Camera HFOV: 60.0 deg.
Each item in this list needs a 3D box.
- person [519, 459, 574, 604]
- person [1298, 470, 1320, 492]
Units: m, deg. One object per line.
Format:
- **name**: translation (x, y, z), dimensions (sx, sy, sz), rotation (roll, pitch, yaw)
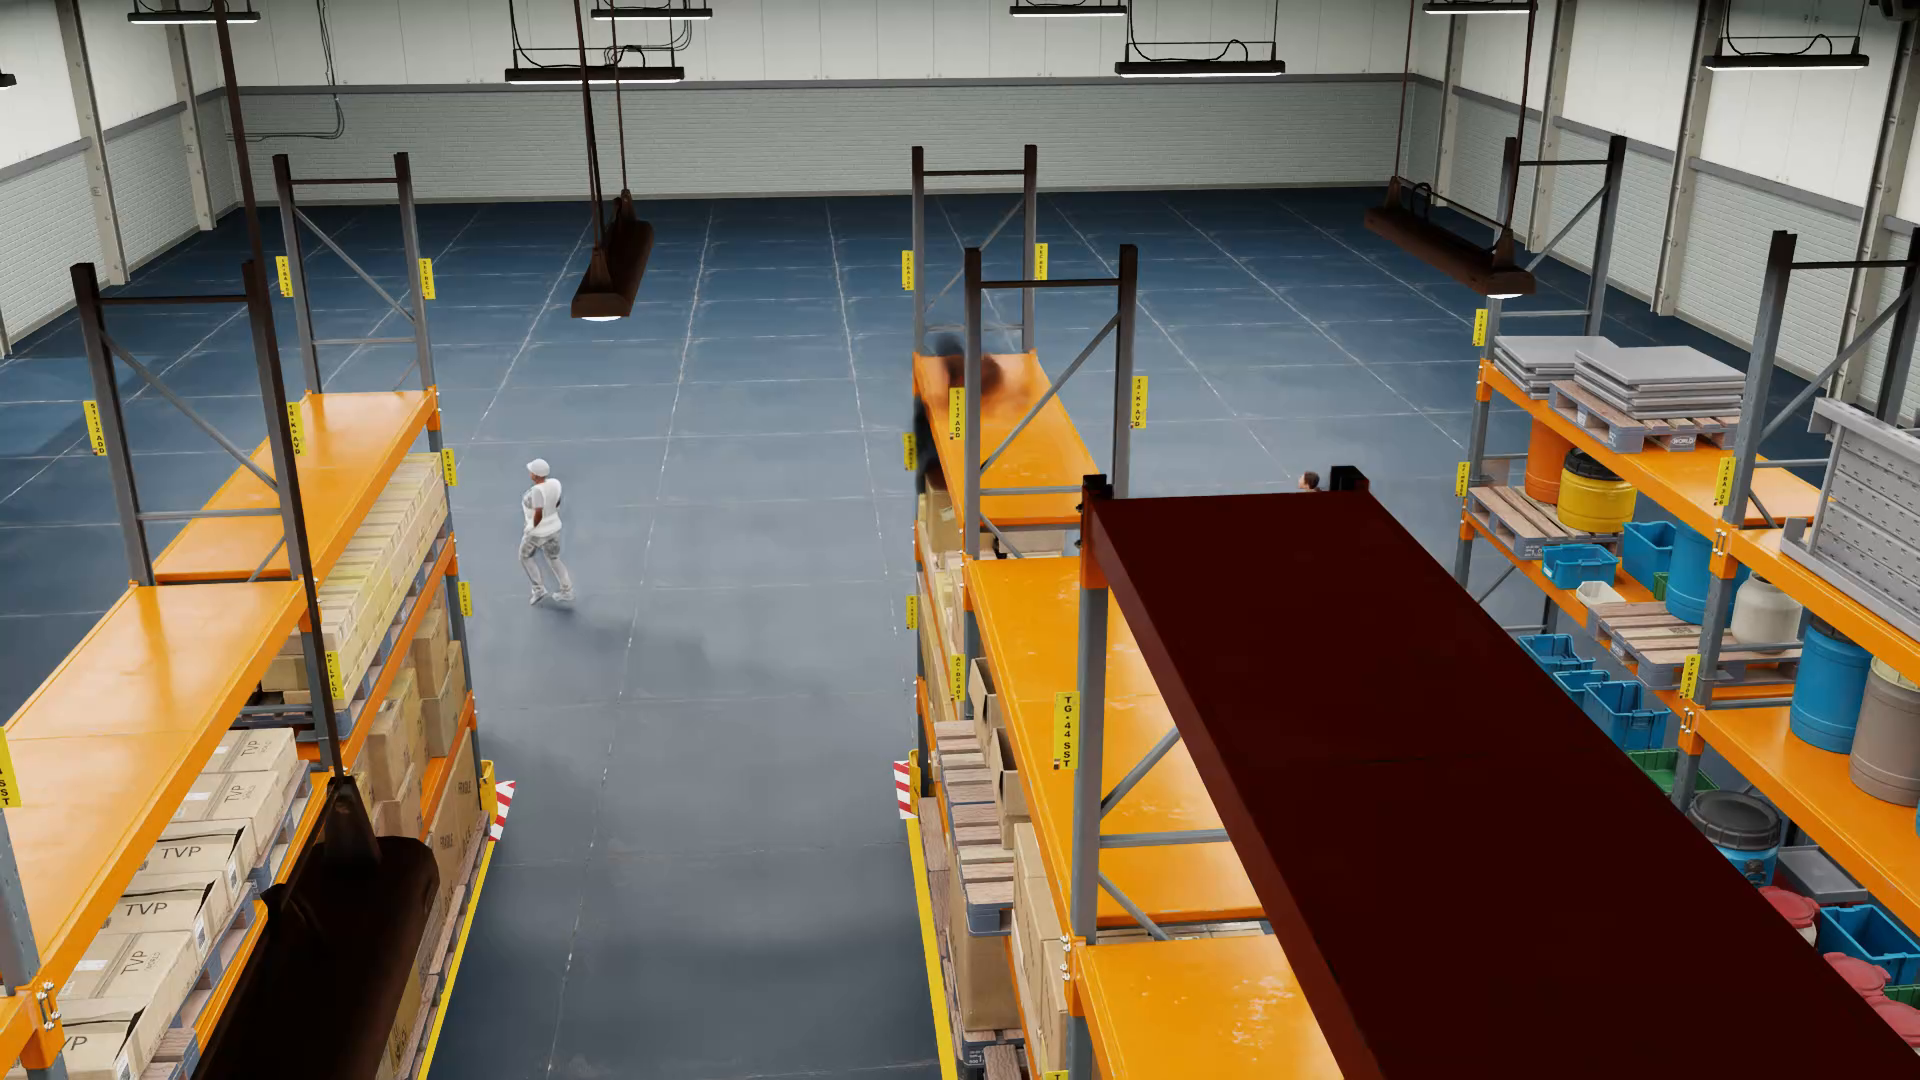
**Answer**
- **person**: translation (-4.892, -0.080, 19.440), dimensions (0.712, 1.833, 0.654), rotation (12, 25, 28)
- **person**: translation (3.991, -0.034, 19.491), dimensions (0.981, 1.634, 0.584), rotation (7, 23, 17)
